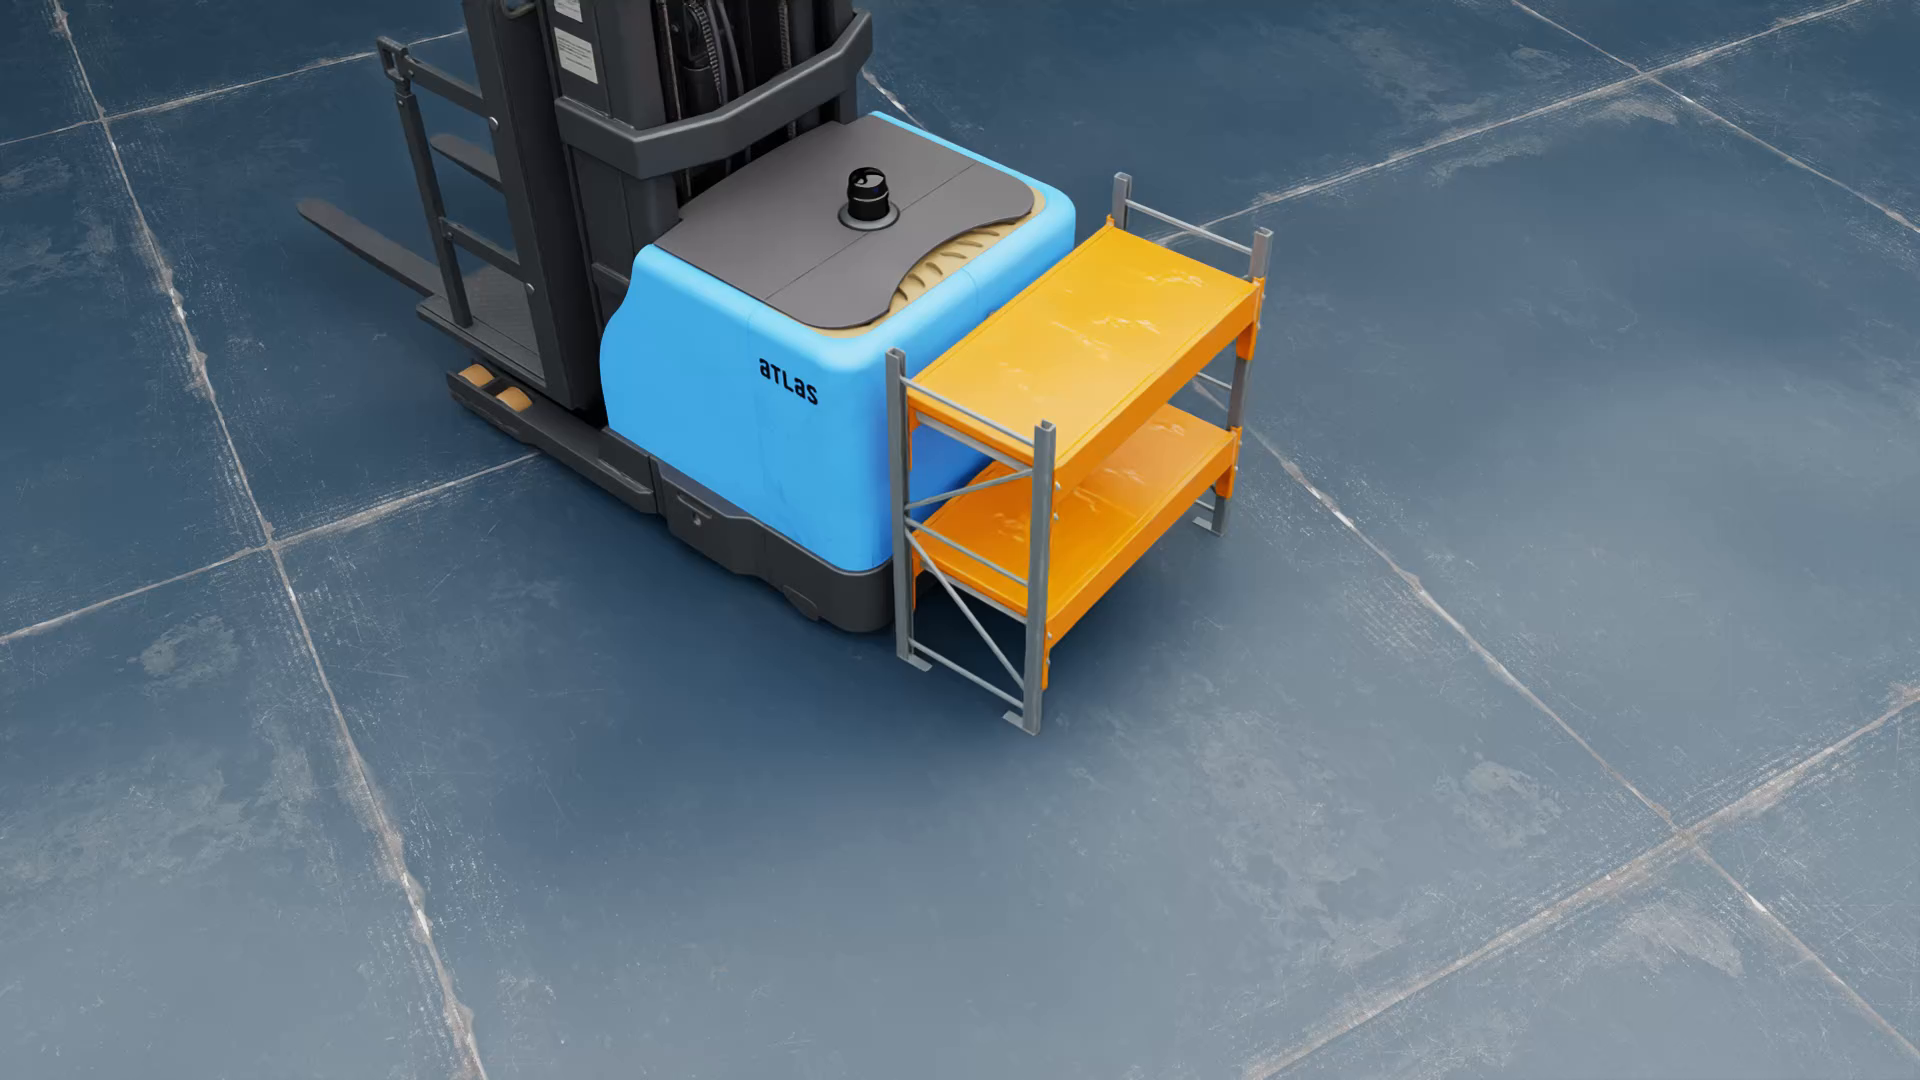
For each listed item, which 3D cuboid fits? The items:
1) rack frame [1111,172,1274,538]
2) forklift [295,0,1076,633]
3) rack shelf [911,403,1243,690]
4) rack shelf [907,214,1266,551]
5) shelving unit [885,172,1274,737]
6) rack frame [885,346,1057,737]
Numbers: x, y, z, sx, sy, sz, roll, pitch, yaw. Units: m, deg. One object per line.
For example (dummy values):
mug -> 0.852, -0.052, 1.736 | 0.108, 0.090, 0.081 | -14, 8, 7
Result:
rack frame -> 0.641, -0.526, 4.984 | 0.500, 1.125, 0.032 | 28, 51, 26
forklift -> -1.111, -1.652, 4.848 | 3.031, 2.935, 1.130 | 30, 52, 27
rack shelf -> 0.331, -0.070, 4.865 | 0.538, 0.278, 1.000 | 28, 51, 26
rack shelf -> 0.331, -0.455, 4.491 | 0.538, 0.278, 1.000 | 28, 51, 26
shelving unit -> 0.331, -0.245, 4.695 | 0.538, 1.125, 1.048 | 28, 51, 26
rack frame -> 0.021, 0.036, 4.406 | 0.500, 1.125, 0.032 | 28, 51, 26
